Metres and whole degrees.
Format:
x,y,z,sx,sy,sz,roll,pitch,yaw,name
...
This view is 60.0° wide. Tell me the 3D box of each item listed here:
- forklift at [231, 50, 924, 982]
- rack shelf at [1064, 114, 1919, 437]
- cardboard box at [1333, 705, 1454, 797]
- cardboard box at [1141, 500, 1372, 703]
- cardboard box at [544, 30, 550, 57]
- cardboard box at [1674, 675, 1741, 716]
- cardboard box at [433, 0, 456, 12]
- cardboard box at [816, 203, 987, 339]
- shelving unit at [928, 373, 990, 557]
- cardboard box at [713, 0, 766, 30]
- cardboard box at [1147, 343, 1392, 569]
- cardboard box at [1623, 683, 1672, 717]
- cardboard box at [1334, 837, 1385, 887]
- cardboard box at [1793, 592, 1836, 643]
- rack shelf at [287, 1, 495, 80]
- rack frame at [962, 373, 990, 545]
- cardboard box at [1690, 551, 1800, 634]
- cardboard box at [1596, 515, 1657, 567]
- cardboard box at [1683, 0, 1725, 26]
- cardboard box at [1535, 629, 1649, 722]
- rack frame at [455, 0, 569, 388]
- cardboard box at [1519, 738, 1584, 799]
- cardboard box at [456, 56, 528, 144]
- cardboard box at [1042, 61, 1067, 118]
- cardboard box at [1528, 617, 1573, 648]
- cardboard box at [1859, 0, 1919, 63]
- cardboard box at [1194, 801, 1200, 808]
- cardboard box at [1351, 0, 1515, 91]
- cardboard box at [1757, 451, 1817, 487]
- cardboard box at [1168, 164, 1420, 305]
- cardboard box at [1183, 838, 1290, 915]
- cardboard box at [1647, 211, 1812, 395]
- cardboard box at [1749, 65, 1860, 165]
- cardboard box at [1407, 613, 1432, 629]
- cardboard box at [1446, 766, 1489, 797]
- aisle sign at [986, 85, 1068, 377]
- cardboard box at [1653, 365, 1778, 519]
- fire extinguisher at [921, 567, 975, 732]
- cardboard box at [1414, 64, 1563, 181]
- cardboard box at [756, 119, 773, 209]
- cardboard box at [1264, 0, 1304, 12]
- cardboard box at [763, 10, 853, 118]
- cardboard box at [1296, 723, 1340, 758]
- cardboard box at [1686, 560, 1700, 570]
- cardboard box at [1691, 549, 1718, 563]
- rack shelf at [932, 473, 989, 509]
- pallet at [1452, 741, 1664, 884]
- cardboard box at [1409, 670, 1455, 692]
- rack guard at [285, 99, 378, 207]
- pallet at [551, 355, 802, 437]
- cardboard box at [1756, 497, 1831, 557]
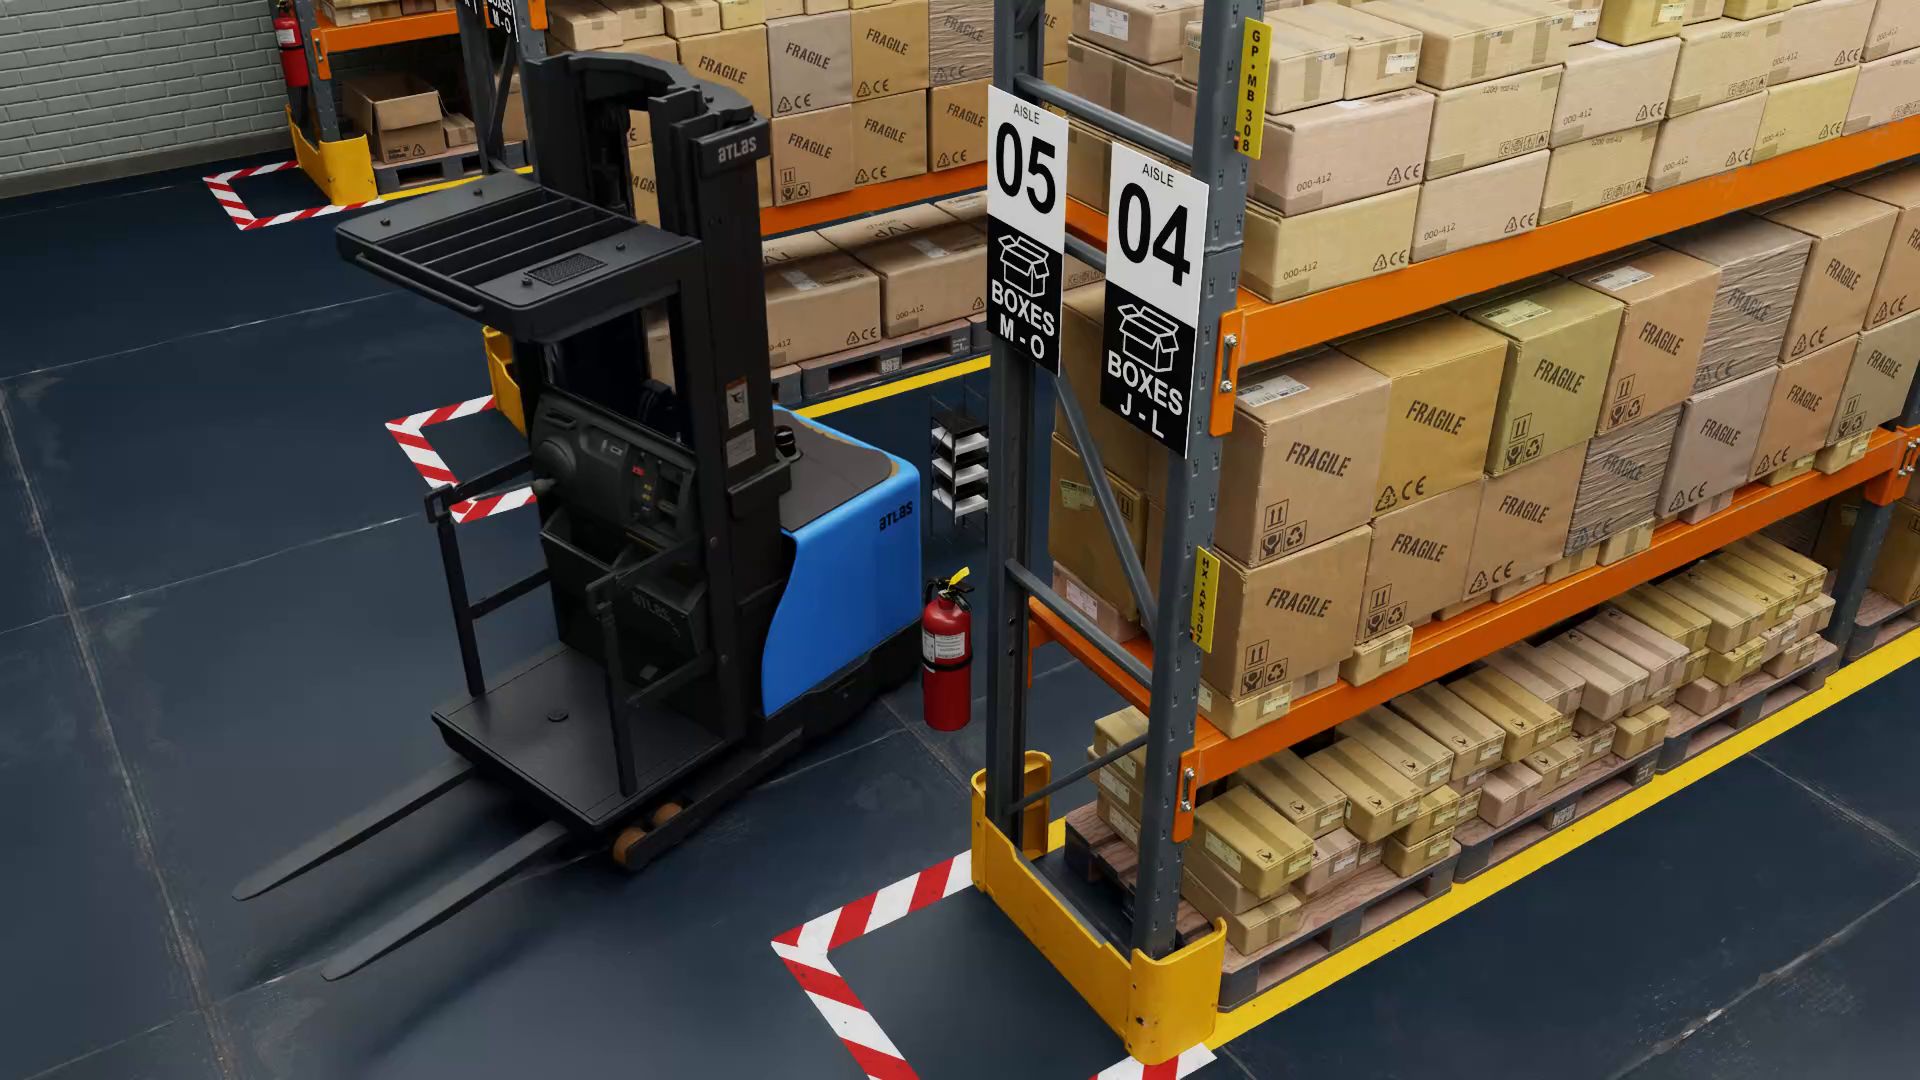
x,y,z,sx,sy,sz,roll,pitch,yaw,name
-1.498,-0.224,6.358,1.130,2.935,3.031,24,40,33,forklift
2.097,-1.244,5.774,4.000,0.370,1.077,-19,37,-27,rack shelf
1.652,0.818,6.363,0.250,0.149,0.380,-21,38,-30,cardboard box
0.943,0.124,5.369,0.500,0.500,0.500,-17,36,-25,cardboard box
-2.075,-2.604,9.035,0.500,0.500,0.500,-18,36,-26,cardboard box
3.182,0.579,7.299,0.250,0.149,0.380,-20,38,-29,cardboard box
-3.982,-4.214,12.855,0.250,0.149,0.380,-18,36,-26,cardboard box
-0.327,-1.750,10.721,0.875,0.438,0.875,-20,37,-29,cardboard box
-0.007,-0.378,8.506,0.210,0.900,0.258,-19,37,-27,shelving unit
-1.229,-2.826,8.780,0.250,0.149,0.380,-20,37,-29,cardboard box
0.937,-0.304,5.110,0.500,0.500,0.500,-19,37,-28,cardboard box
2.782,0.558,7.054,0.250,0.149,0.380,-18,36,-26,cardboard box
1.410,1.131,6.424,0.250,0.149,0.380,-19,37,-27,cardboard box
3.685,0.278,7.498,0.250,0.149,0.380,-18,37,-26,cardboard box
-3.362,-4.391,13.574,4.000,0.370,1.077,-19,37,-27,rack shelf
0.079,-0.408,8.553,0.006,0.900,0.240,-19,37,-27,rack frame
3.427,0.230,7.295,0.250,0.149,0.380,-18,37,-27,cardboard box
2.390,-0.080,6.301,0.250,0.149,0.380,-18,37,-26,cardboard box
2.133,-1.714,5.143,0.250,0.149,0.380,-18,36,-26,cardboard box
2.563,0.548,6.791,0.250,0.149,0.380,-20,38,-29,cardboard box
-2.351,-1.892,8.938,0.127,3.000,1.000,-19,37,-27,rack frame
2.323,0.865,6.845,0.250,0.149,0.380,-19,37,-27,cardboard box
-3.738,-3.602,13.597,0.500,0.500,0.700,-17,36,-25,cardboard box
0.330,-2.691,10.111,0.500,0.500,0.500,-20,37,-28,cardboard box
2.478,0.351,7.381,0.250,0.149,0.380,-17,36,-25,cardboard box
3.084,-1.882,5.783,0.500,0.250,0.500,-21,38,-29,cardboard box
0.907,0.961,6.694,0.250,0.149,0.380,-18,36,-26,cardboard box
1.303,-1.390,4.629,0.250,0.149,0.380,-19,37,-27,cardboard box
3.250,-0.391,6.793,0.250,0.149,0.380,-17,36,-25,cardboard box
0.932,-0.922,4.730,0.500,0.250,0.500,-18,36,-26,cardboard box
0.995,1.164,6.093,0.250,0.149,0.380,-17,36,-25,cardboard box
2.660,-0.899,6.053,0.500,0.500,0.500,-18,36,-26,cardboard box
2.659,-1.514,5.668,0.500,0.250,0.500,-19,37,-28,cardboard box
1.456,0.175,5.896,0.250,0.149,0.380,-17,36,-25,cardboard box
1.860,0.855,6.583,0.250,0.149,0.380,-21,38,-29,cardboard box
0.192,-0.915,4.952,0.004,0.787,0.394,-19,37,-27,aisle sign
2.669,-0.467,6.306,0.500,0.500,0.500,-19,37,-28,cardboard box
-0.046,0.354,5.799,0.183,0.674,0.296,-19,37,-27,fire extinguisher
1.364,-1.280,4.829,0.500,0.250,0.500,-19,37,-28,cardboard box
-1.382,-2.103,9.179,0.500,0.500,0.500,-20,37,-28,cardboard box
0.785,-1.552,4.886,0.250,0.149,0.380,-18,37,-27,cardboard box
-0.934,-2.673,9.146,0.500,0.500,0.500,-19,37,-28,cardboard box
1.422,0.737,6.769,0.250,0.149,0.380,-19,37,-28,cardboard box
3.300,0.006,7.929,0.250,0.149,0.380,-17,36,-25,cardboard box
3.376,-0.075,7.778,0.250,0.149,0.380,-17,36,-25,cardboard box
-0.007,-0.274,8.572,0.200,0.077,0.258,-19,37,-27,rack shelf
2.206,0.886,7.147,1.213,0.211,1.003,-19,37,-27,pallet
1.844,0.454,6.940,0.250,0.149,0.380,-20,38,-29,cardboard box
-4.980,-3.082,13.167,0.348,0.500,1.175,-19,37,-27,rack guard
-1.721,-0.979,10.105,1.213,0.211,1.003,-19,37,-27,pallet
4.264,-0.305,8.372,0.500,0.500,0.500,-20,37,-28,cardboard box
